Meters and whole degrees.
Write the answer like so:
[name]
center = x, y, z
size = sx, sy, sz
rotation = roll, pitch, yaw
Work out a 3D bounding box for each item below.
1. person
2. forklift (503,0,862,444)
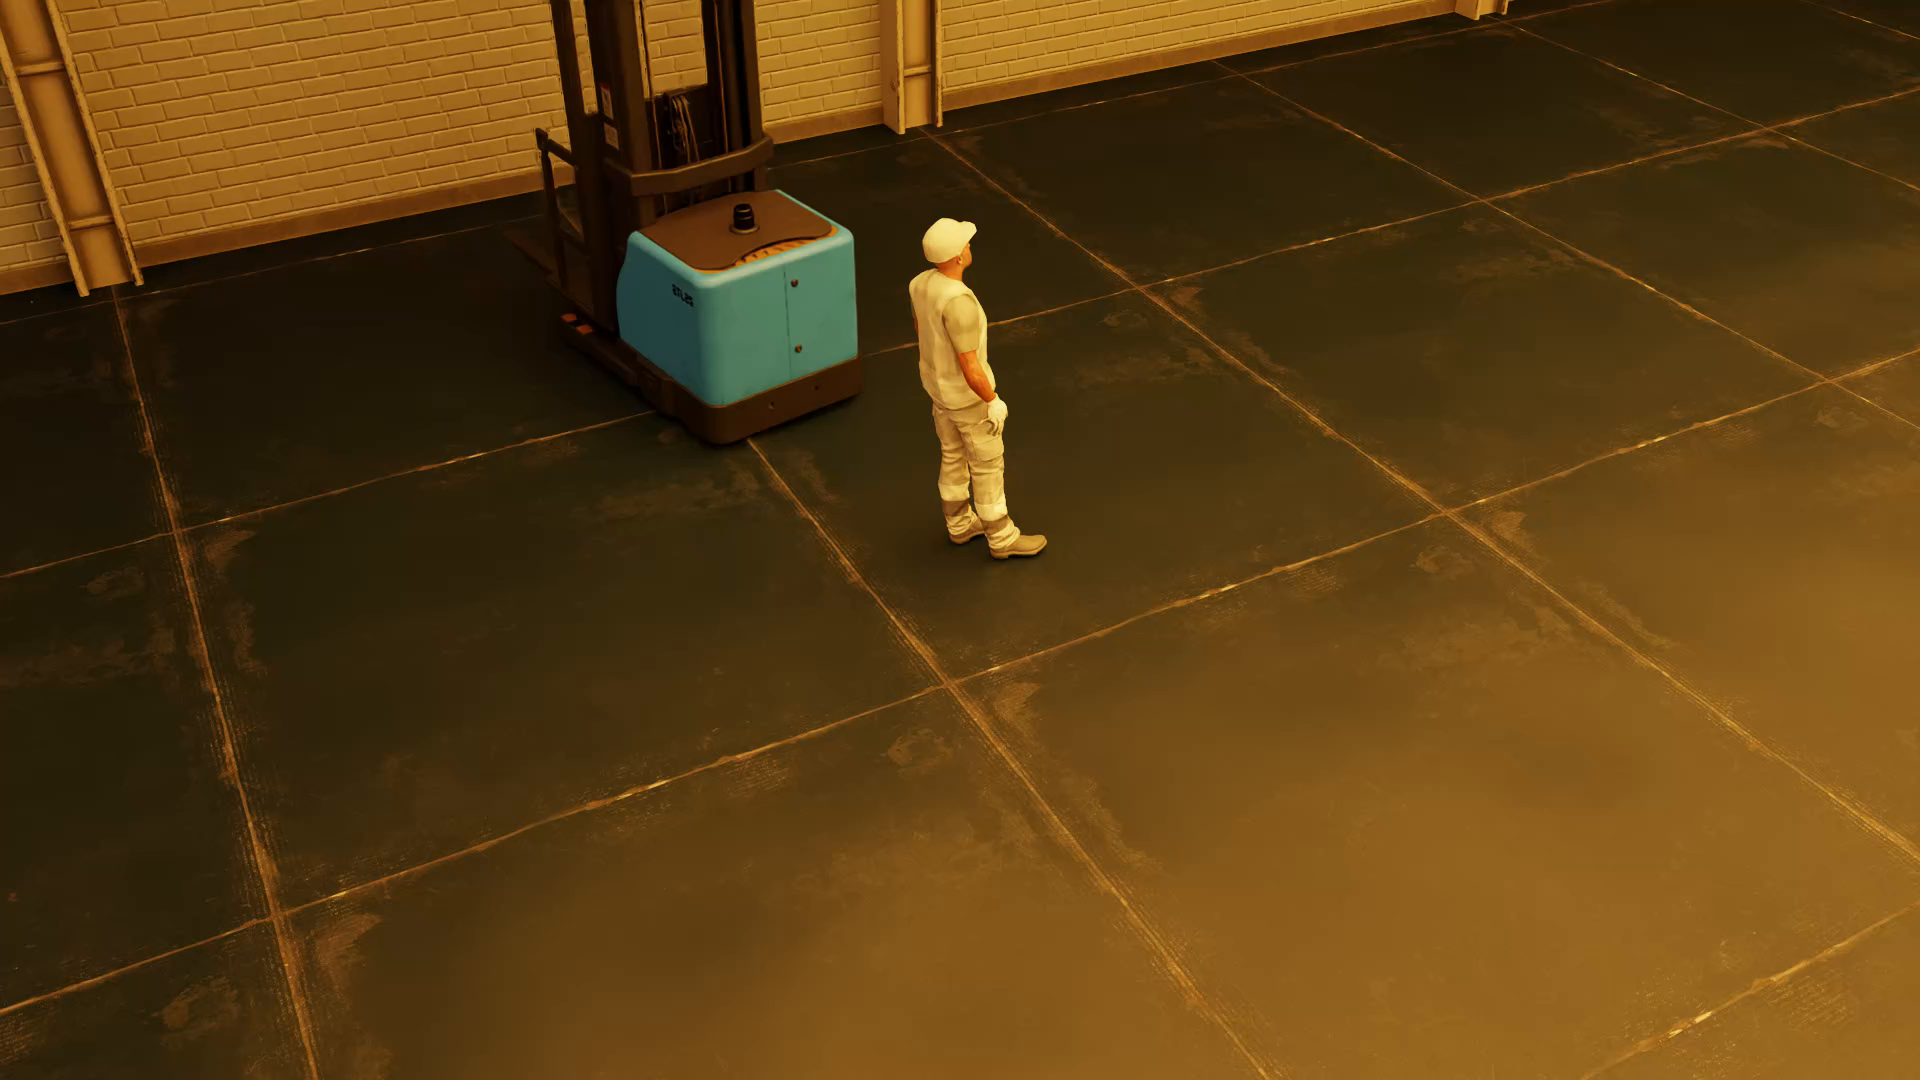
[person]
center = 0.078, -0.752, 8.165
size = 0.560, 1.789, 0.636
rotation = -17, 39, -23
[forklift]
center = -1.883, -2.523, 9.693
size = 1.130, 2.935, 3.031
rotation = -25, 42, -30
